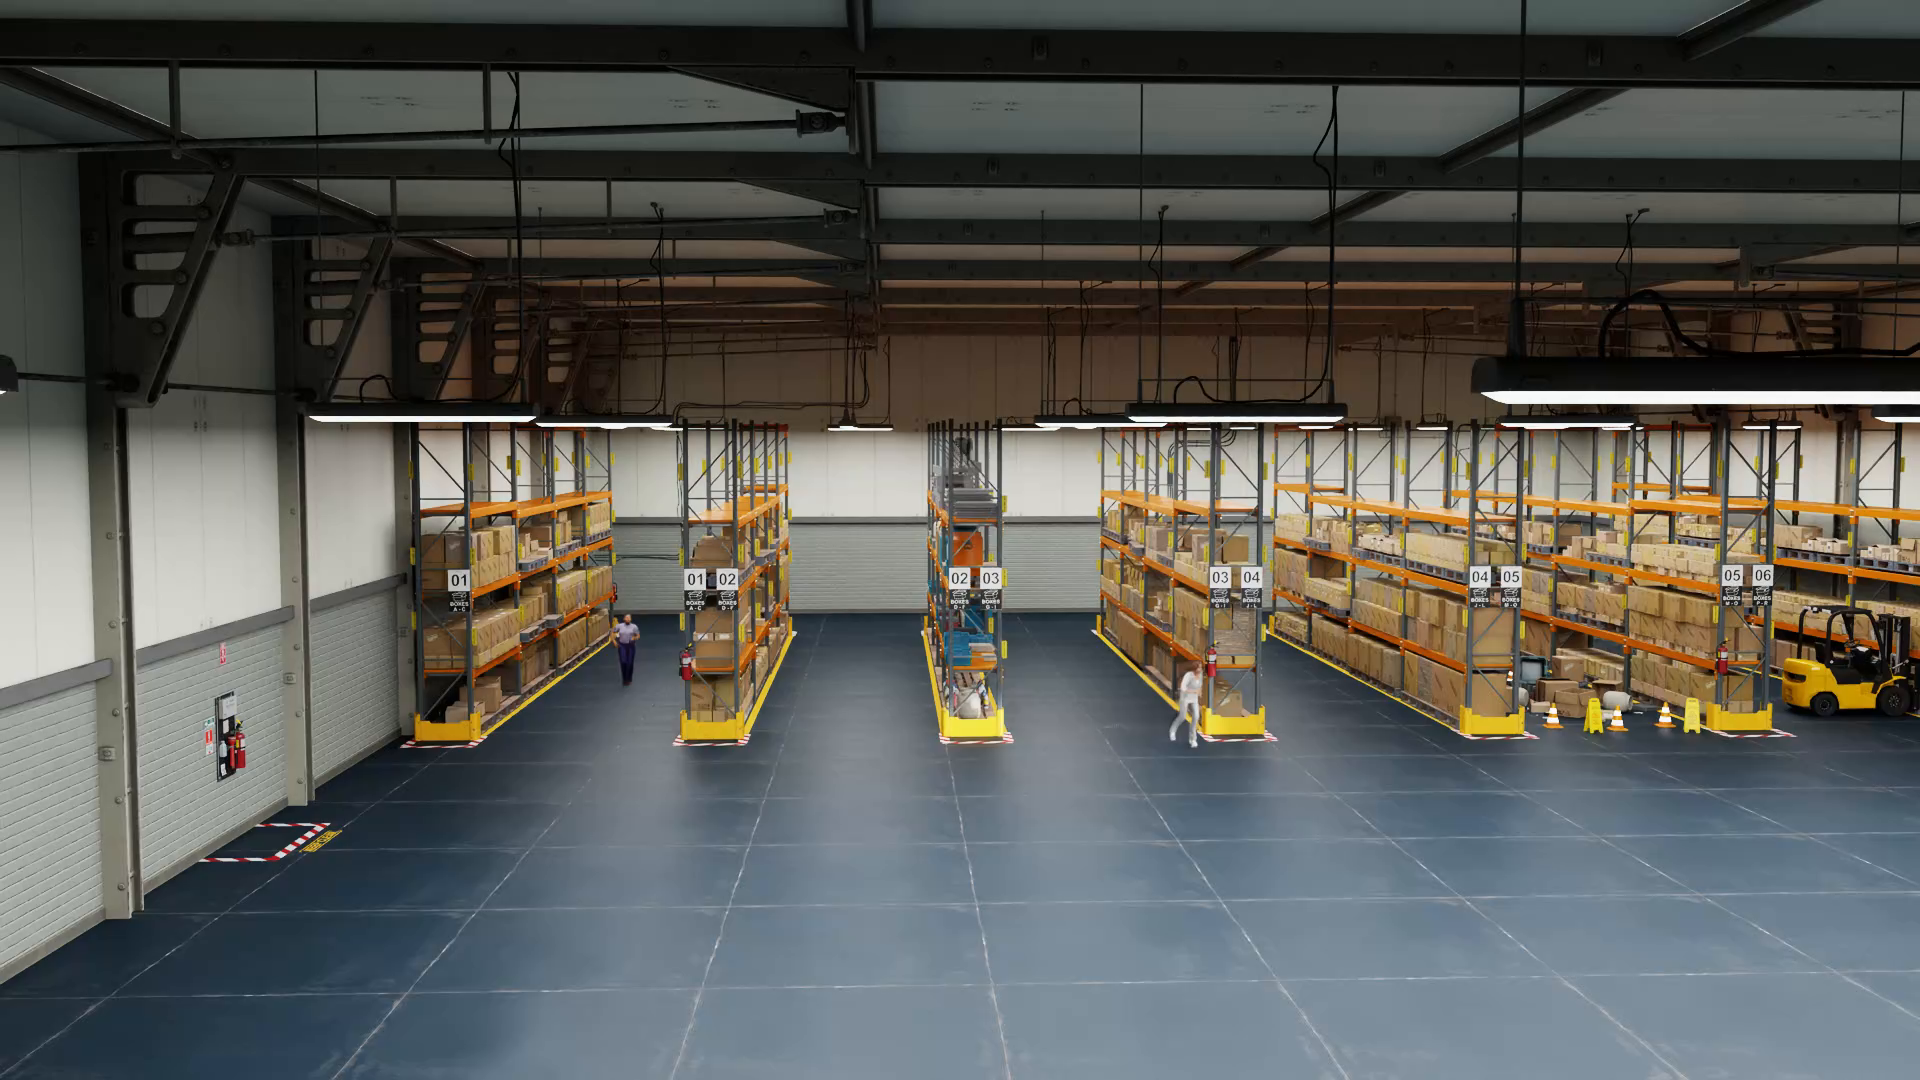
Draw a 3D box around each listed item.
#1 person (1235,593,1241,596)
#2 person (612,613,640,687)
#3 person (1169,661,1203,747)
[{"bbox_3d":[7.671,1.840,46.857,0.696,1.715,0.649,0,4,6],"label":"person"},{"bbox_3d":[-7.592,2.506,37.863,0.607,1.685,0.735,-1,4,-20],"label":"person"},{"bbox_3d":[4.232,3.004,30.666,0.603,1.612,0.803,-2,4,-30],"label":"person"}]
